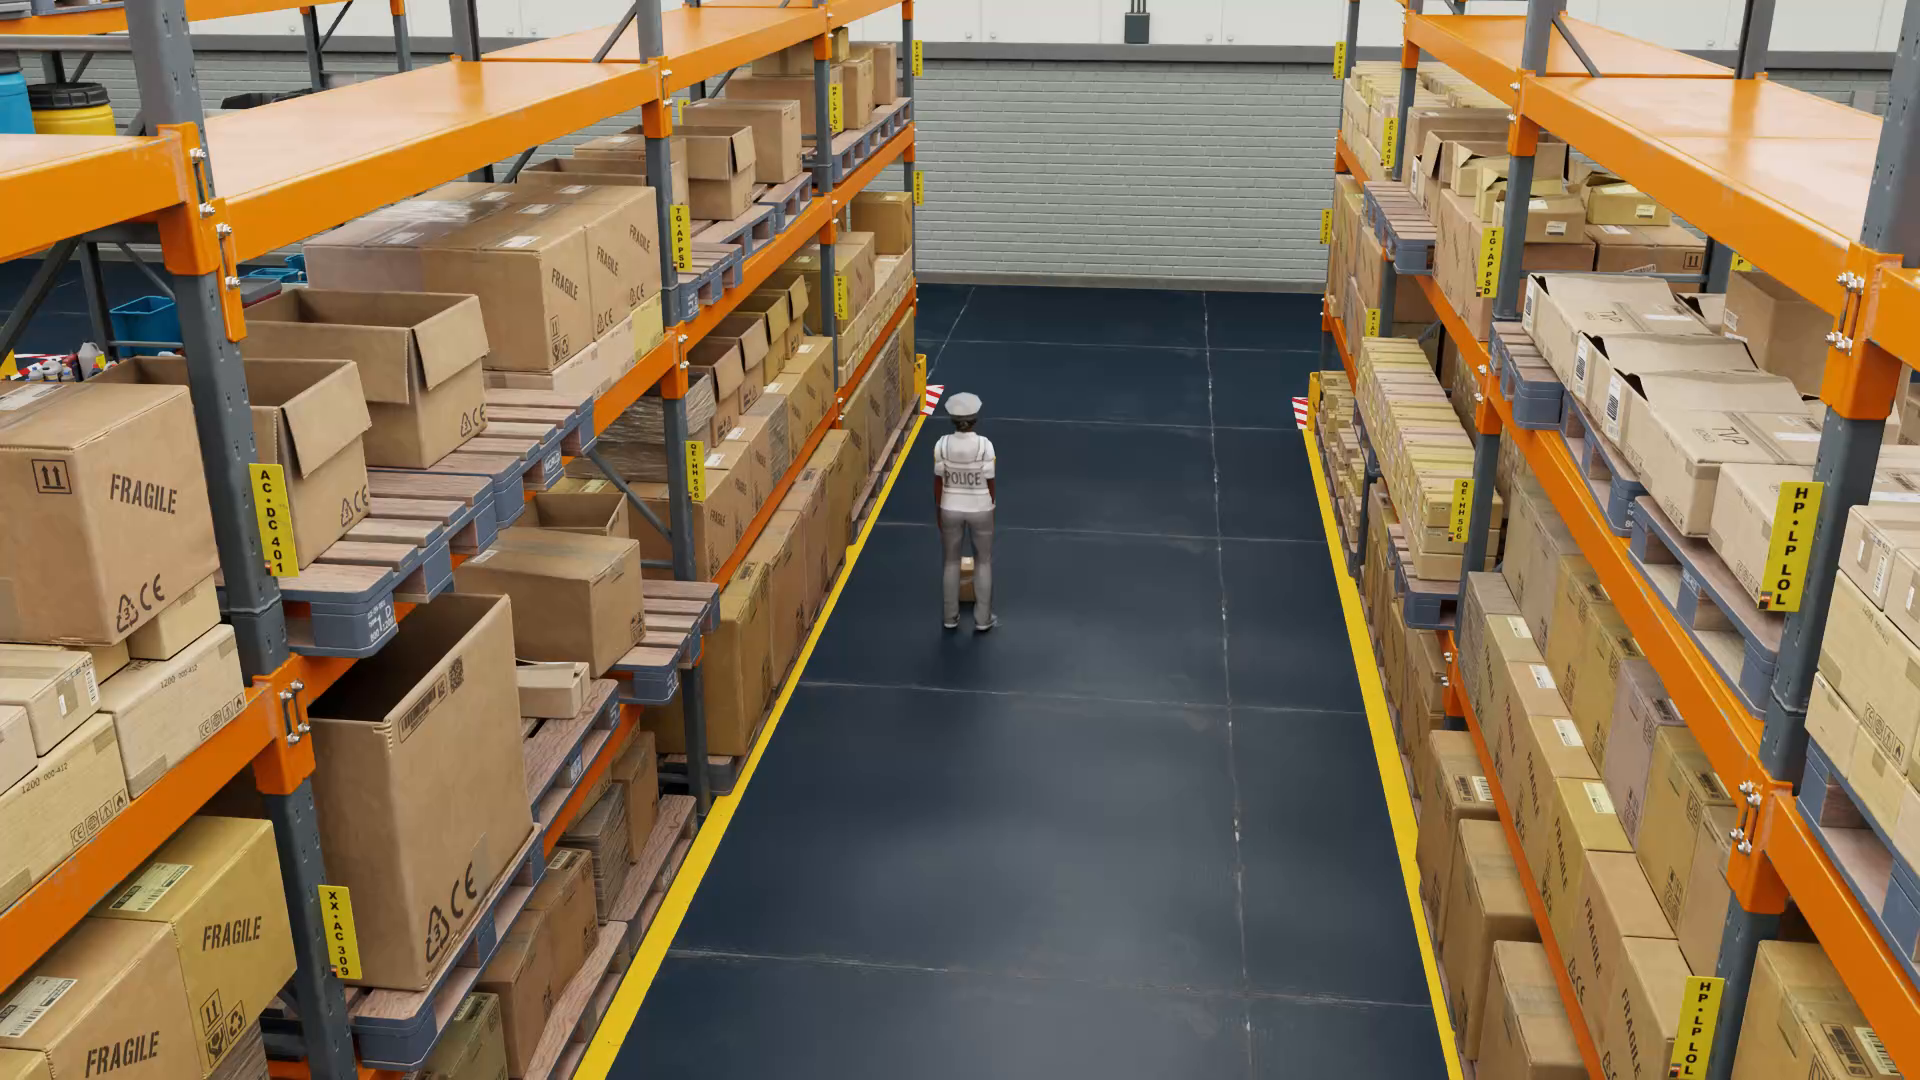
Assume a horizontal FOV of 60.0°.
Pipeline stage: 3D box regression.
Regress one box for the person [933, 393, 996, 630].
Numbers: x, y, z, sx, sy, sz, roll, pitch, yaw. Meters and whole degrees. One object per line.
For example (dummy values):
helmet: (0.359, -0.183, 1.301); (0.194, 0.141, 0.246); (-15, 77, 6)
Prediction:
person: (0.036, -0.191, 11.567); (0.438, 1.696, 0.339); (3, 21, 7)
